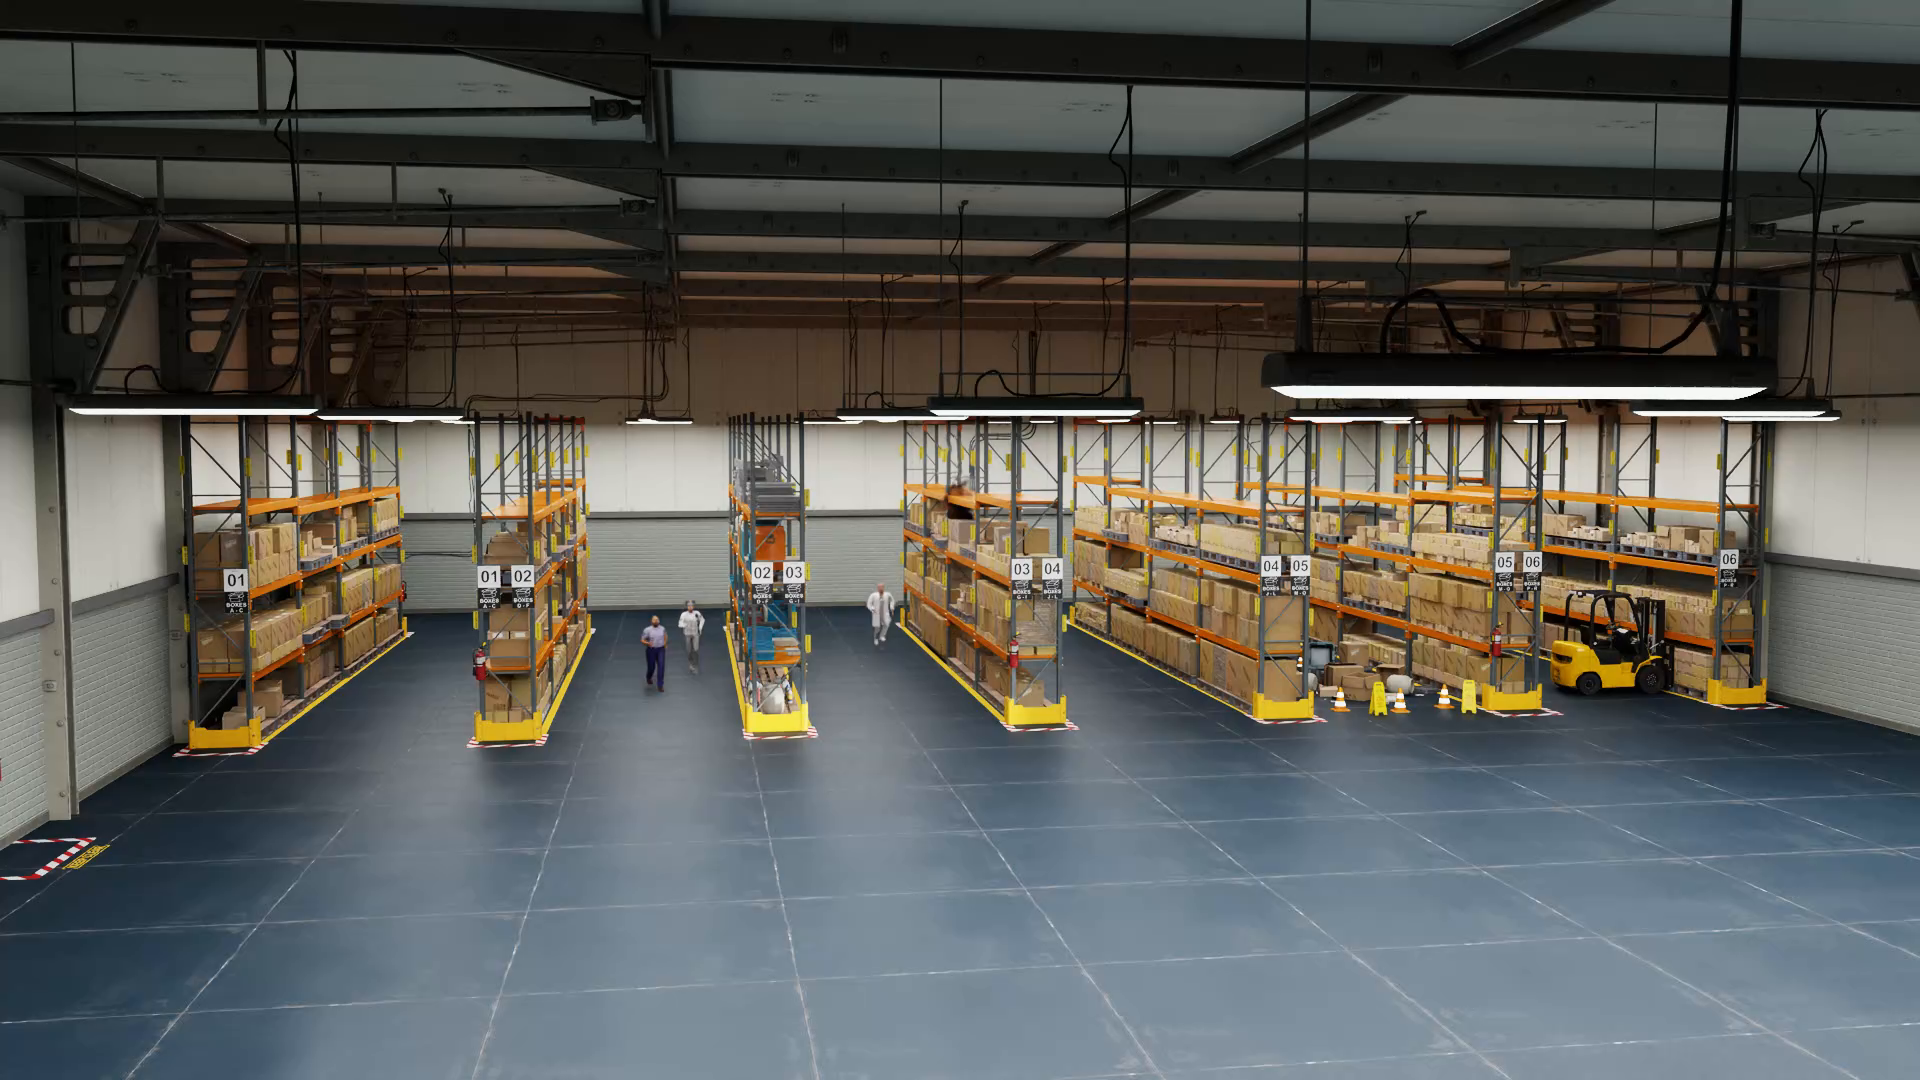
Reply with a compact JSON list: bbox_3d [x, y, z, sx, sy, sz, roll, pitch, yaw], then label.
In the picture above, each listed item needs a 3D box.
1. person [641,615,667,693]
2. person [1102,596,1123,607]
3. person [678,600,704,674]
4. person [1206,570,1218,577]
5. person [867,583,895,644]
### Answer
[{"bbox_3d":[-6.607,2.448,36.068,0.608,1.643,0.903,-2,4,-23],"label":"person"},{"bbox_3d":[4.514,1.490,50.222,0.892,1.585,0.537,-1,4,-18],"label":"person"},{"bbox_3d":[-6.255,2.252,38.739,0.594,1.753,0.753,-1,4,-8],"label":"person"},{"bbox_3d":[7.762,1.399,50.624,0.840,1.804,0.665,0,4,-1],"label":"person"},{"bbox_3d":[-2.005,1.898,42.473,0.725,1.620,1.006,-1,4,-8],"label":"person"}]
